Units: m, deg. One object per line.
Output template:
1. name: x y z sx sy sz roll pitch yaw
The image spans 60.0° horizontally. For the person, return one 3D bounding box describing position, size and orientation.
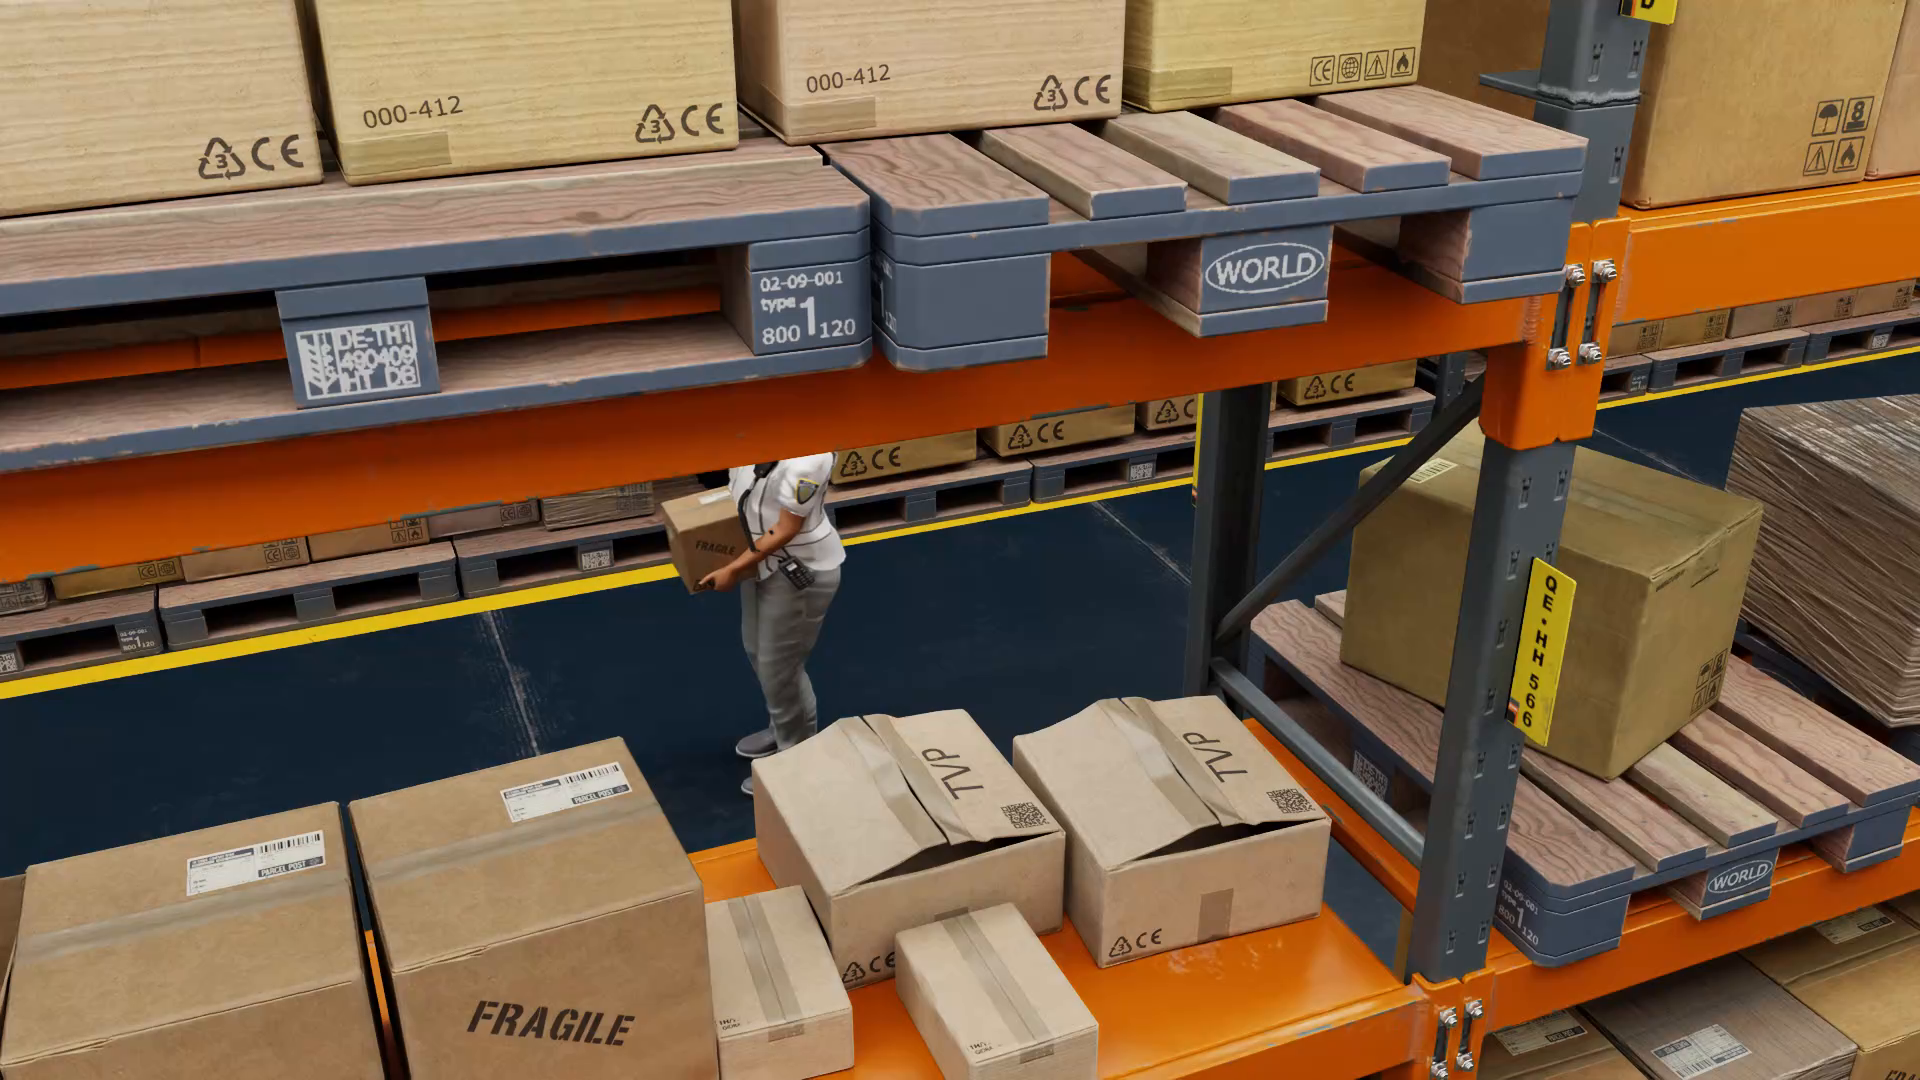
1. person: -0.684 0.119 5.878 0.541 1.653 0.453 -11 28 -20
